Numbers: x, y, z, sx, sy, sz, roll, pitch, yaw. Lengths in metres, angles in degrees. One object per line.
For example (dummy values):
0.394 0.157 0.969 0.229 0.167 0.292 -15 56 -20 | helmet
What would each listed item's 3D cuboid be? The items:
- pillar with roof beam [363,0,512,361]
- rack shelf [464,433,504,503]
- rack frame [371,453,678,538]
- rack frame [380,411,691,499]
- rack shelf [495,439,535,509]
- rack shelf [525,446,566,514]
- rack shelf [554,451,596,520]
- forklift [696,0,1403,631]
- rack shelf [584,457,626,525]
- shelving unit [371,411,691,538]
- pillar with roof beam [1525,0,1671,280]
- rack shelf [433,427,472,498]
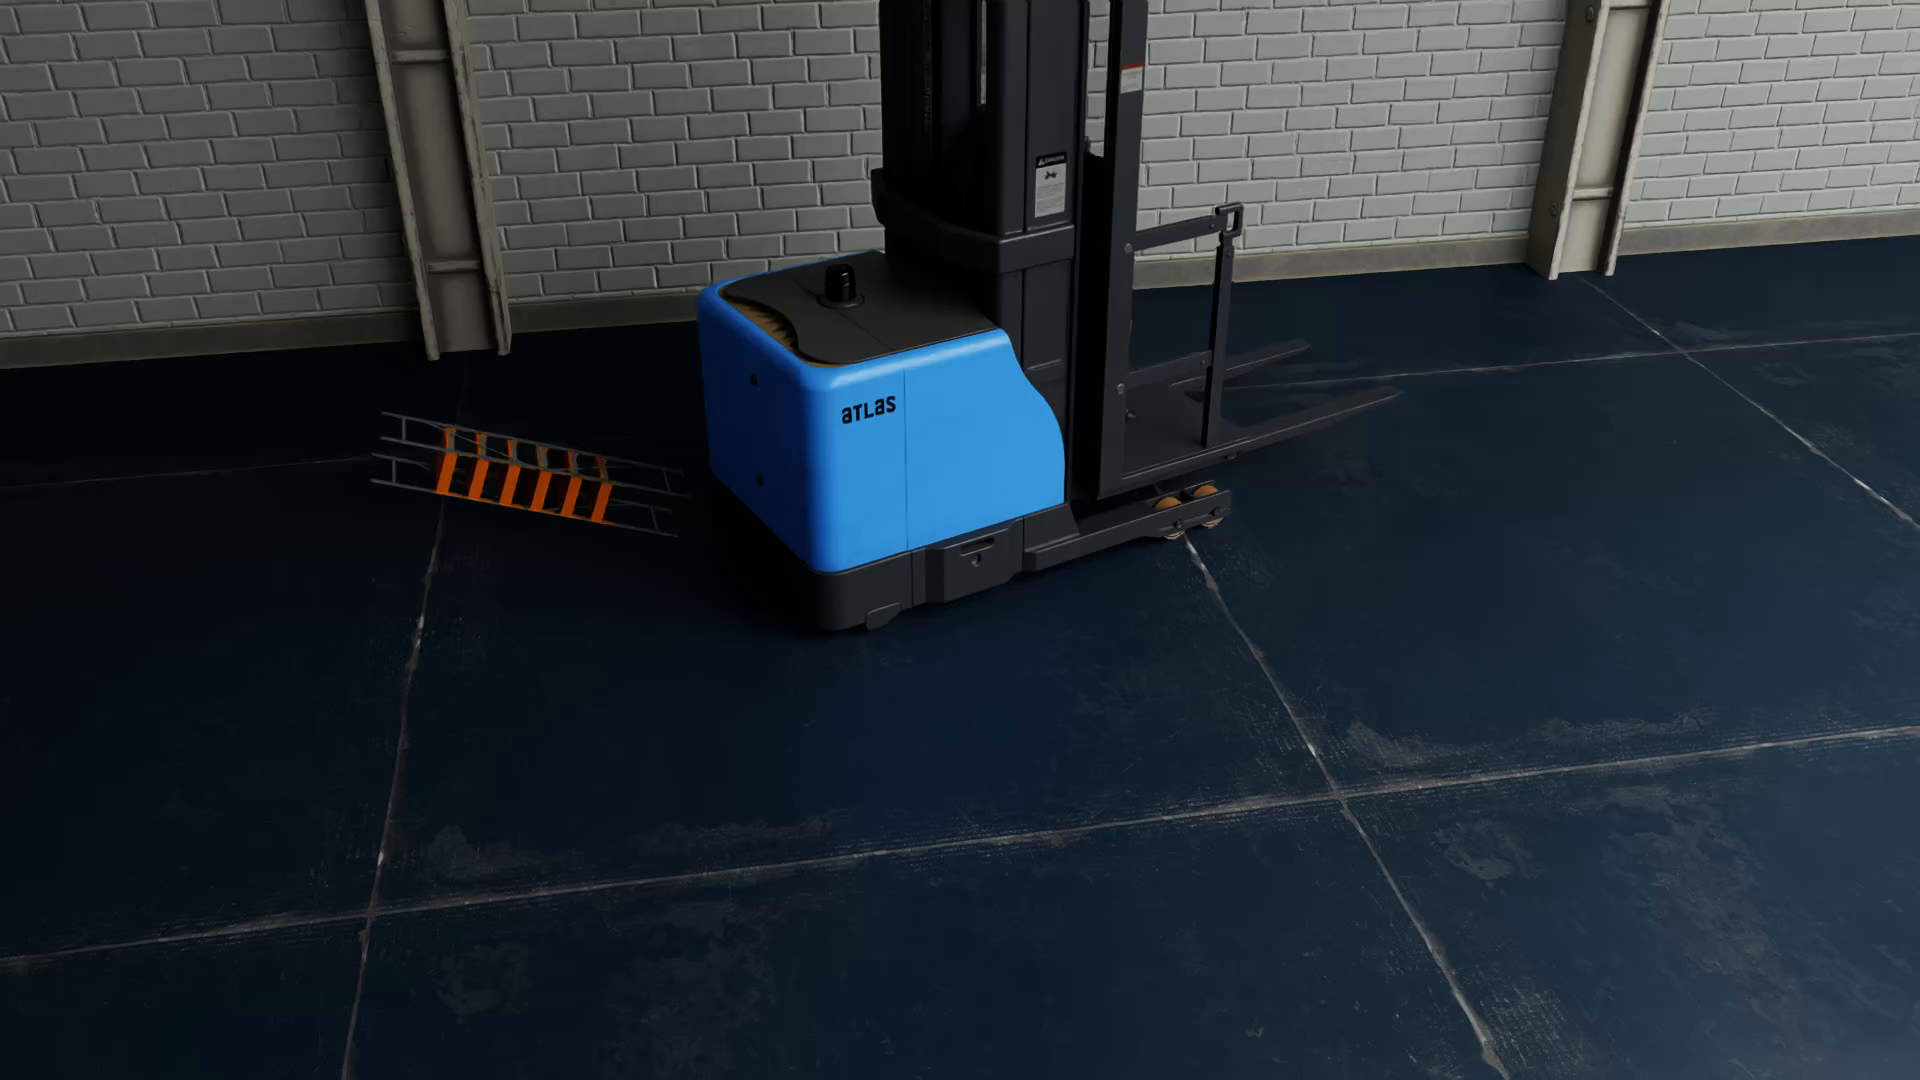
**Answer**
-1.706 -2.719 2.497 0.400 9.000 9.100 -5 31 -9 | pillar with roof beam
-1.863 -0.288 6.502 0.103 0.180 0.258 11 25 -24 | rack shelf
-1.719 -0.175 6.617 1.200 0.006 0.240 11 25 -24 | rack frame
-1.656 -0.332 6.546 1.200 0.006 0.240 11 25 -24 | rack frame
-1.755 -0.267 6.551 0.103 0.180 0.258 11 25 -24 | rack shelf
-1.648 -0.246 6.599 0.103 0.180 0.258 11 25 -24 | rack shelf
-1.540 -0.225 6.648 0.103 0.180 0.258 11 25 -24 | rack shelf
0.518 -1.478 6.372 3.031 2.935 1.130 -17 35 -27 | forklift
-1.432 -0.204 6.696 0.103 0.180 0.258 11 25 -24 | rack shelf
-1.687 -0.254 6.581 1.200 0.189 0.258 11 25 -24 | shelving unit
4.195 -3.267 3.428 0.400 9.000 9.100 -5 31 -9 | pillar with roof beam
-1.971 -0.309 6.454 0.103 0.180 0.258 11 25 -24 | rack shelf
